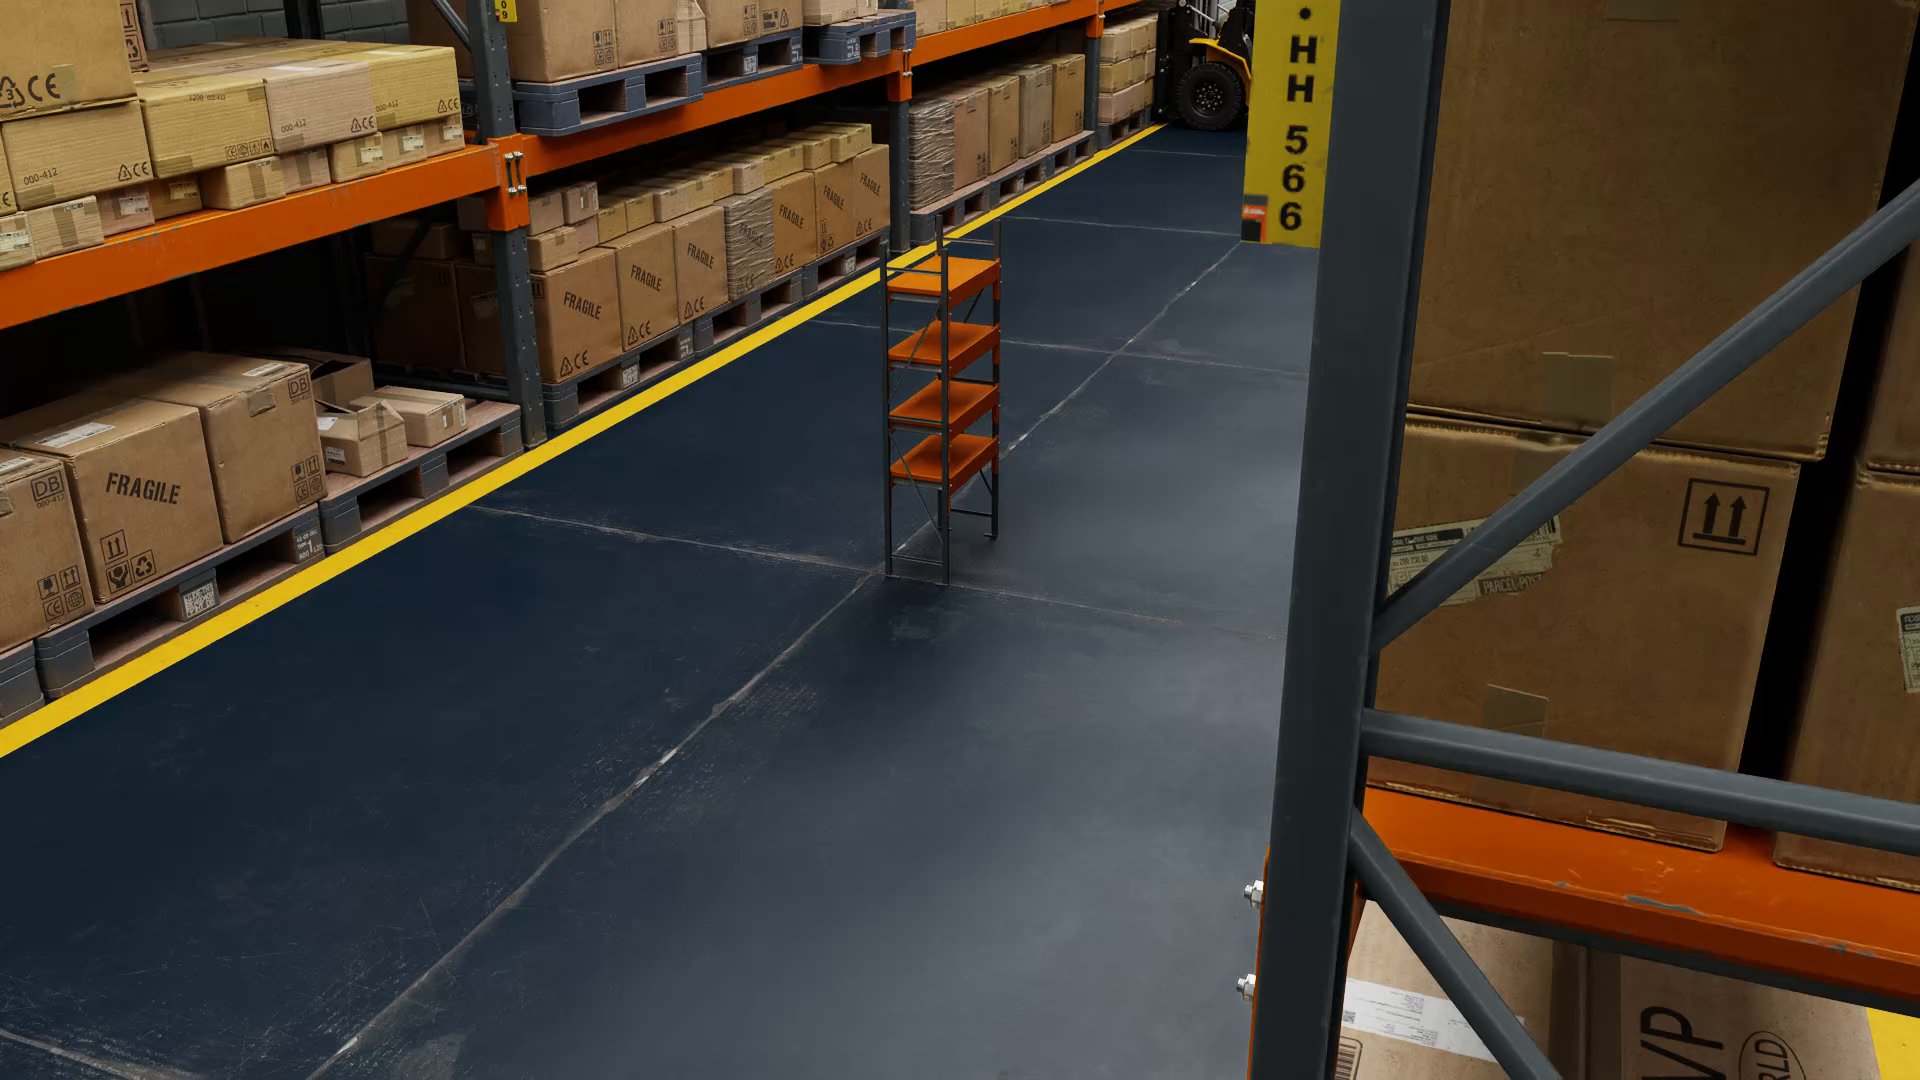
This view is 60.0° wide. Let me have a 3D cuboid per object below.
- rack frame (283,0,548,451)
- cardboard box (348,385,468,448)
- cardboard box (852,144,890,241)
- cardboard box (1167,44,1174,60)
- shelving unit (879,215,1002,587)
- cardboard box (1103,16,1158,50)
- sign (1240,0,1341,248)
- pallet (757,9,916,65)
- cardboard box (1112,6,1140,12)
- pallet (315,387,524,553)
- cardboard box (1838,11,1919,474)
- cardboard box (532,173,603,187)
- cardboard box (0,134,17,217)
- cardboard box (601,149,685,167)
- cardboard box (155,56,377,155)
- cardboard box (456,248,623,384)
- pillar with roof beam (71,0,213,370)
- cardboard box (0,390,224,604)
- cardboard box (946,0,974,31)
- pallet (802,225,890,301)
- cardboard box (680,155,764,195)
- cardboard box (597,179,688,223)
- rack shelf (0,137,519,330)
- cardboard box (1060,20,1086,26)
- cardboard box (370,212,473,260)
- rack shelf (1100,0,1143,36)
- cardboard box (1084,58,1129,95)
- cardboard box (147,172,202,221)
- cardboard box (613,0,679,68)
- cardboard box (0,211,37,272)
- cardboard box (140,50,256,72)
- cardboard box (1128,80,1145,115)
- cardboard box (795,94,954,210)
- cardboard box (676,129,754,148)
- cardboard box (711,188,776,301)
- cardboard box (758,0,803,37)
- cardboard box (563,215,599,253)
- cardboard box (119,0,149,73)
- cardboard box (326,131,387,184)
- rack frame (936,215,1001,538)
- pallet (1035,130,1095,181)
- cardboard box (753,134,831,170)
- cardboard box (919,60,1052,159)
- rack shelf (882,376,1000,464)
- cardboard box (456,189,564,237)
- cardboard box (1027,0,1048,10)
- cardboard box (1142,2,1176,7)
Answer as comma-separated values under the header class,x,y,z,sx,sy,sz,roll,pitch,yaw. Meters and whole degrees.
class,x,y,z,sx,sy,sz,roll,pitch,yaw
rack frame,-2.291,-1.864,6.820,1.000,3.000,0.127,9,24,20
cardboard box,-2.226,-0.500,6.710,0.380,0.149,0.250,8,24,18
cardboard box,-0.763,-2.153,10.211,0.500,0.500,0.500,10,24,22
cardboard box,1.718,-4.550,15.626,0.500,0.250,0.500,9,24,20
shelving unit,-0.061,-0.494,5.877,0.258,1.200,0.503,9,24,20
cardboard box,1.525,-4.602,15.101,0.500,0.250,0.500,10,25,22
sign,0.334,-0.449,1.624,0.100,0.325,0.005,9,24,20
pallet,-0.992,-2.954,9.679,1.213,0.211,1.003,9,24,20
cardboard box,1.434,-5.042,16.156,0.500,0.250,0.500,9,24,20
pallet,-2.547,-0.331,6.769,1.003,0.211,1.213,9,24,20
cardboard box,1.275,-0.361,1.796,0.500,0.500,0.500,8,24,19
cardboard box,-2.024,-1.746,8.394,0.380,0.149,0.250,9,24,22
cardboard box,-2.986,-0.986,4.528,0.500,0.250,0.500,8,24,19
cardboard box,-1.719,-2.022,9.056,0.380,0.149,0.250,9,24,20
cardboard box,-2.426,-1.533,5.837,0.500,0.250,0.500,9,24,20
cardboard box,-1.903,-1.045,7.558,0.500,0.500,0.500,10,25,22
pillar with roof beam,0.610,-3.895,3.900,9.100,9.000,0.400,9,24,20
cardboard box,-2.819,-0.153,5.423,0.500,0.500,0.500,9,24,21
cardboard box,-0.222,-3.529,11.001,0.500,0.250,0.500,8,24,19
pallet,-1.118,-1.746,10.157,1.003,0.211,1.213,9,24,20
cardboard box,-1.272,-1.951,8.886,0.380,0.149,0.250,8,24,18
cardboard box,-1.579,-1.681,8.240,0.380,0.149,0.250,9,24,20
rack shelf,-3.034,-0.816,5.245,1.077,0.370,4.000,9,24,20
cardboard box,0.858,-4.500,14.857,0.500,0.250,0.500,8,24,19
cardboard box,-2.422,-1.376,7.510,0.380,0.149,0.250,8,24,18
rack shelf,1.423,-5.110,15.525,1.077,0.370,4.000,9,24,20
cardboard box,1.146,-4.011,14.335,0.500,0.250,0.500,9,24,20
cardboard box,-2.717,-1.143,5.420,0.380,0.149,0.250,9,24,21
cardboard box,-1.712,-2.430,7.501,0.700,0.500,0.500,9,24,21
cardboard box,-2.876,-0.848,4.715,0.380,0.149,0.250,8,24,19
cardboard box,-2.906,-1.613,6.027,0.500,0.250,0.500,9,24,20
cardboard box,1.342,-3.961,14.864,0.500,0.250,0.500,8,24,19
cardboard box,-0.561,-2.614,11.153,0.875,0.625,0.625,10,25,22
cardboard box,-1.430,-2.301,9.723,0.380,0.149,0.250,9,24,21
cardboard box,-1.326,-1.599,8.886,0.500,0.500,0.500,8,24,18
cardboard box,-1.240,-2.926,8.684,0.797,0.503,0.637,8,24,19
cardboard box,-1.880,-1.404,7.575,0.380,0.149,0.250,8,24,19
cardboard box,-3.092,-1.783,5.462,0.500,0.500,0.500,8,24,19
cardboard box,-2.326,-1.405,6.047,0.380,0.149,0.250,9,24,21
rack frame,0.029,-0.582,6.086,0.240,1.200,0.015,9,24,20
pallet,0.443,-3.170,13.566,1.003,0.211,1.213,9,24,20
cardboard box,-0.965,-2.232,9.557,0.380,0.149,0.250,8,24,18
cardboard box,0.201,-3.359,12.937,0.875,0.625,0.625,9,24,20
rack shelf,-0.061,-0.432,5.903,0.258,0.148,0.480,9,24,20
cardboard box,-1.967,-1.439,7.275,0.380,0.149,0.250,8,24,19
cardboard box,0.341,-4.085,12.333,0.500,0.250,0.500,9,24,20
cardboard box,2.100,-5.151,16.416,0.500,0.250,0.500,9,24,21
